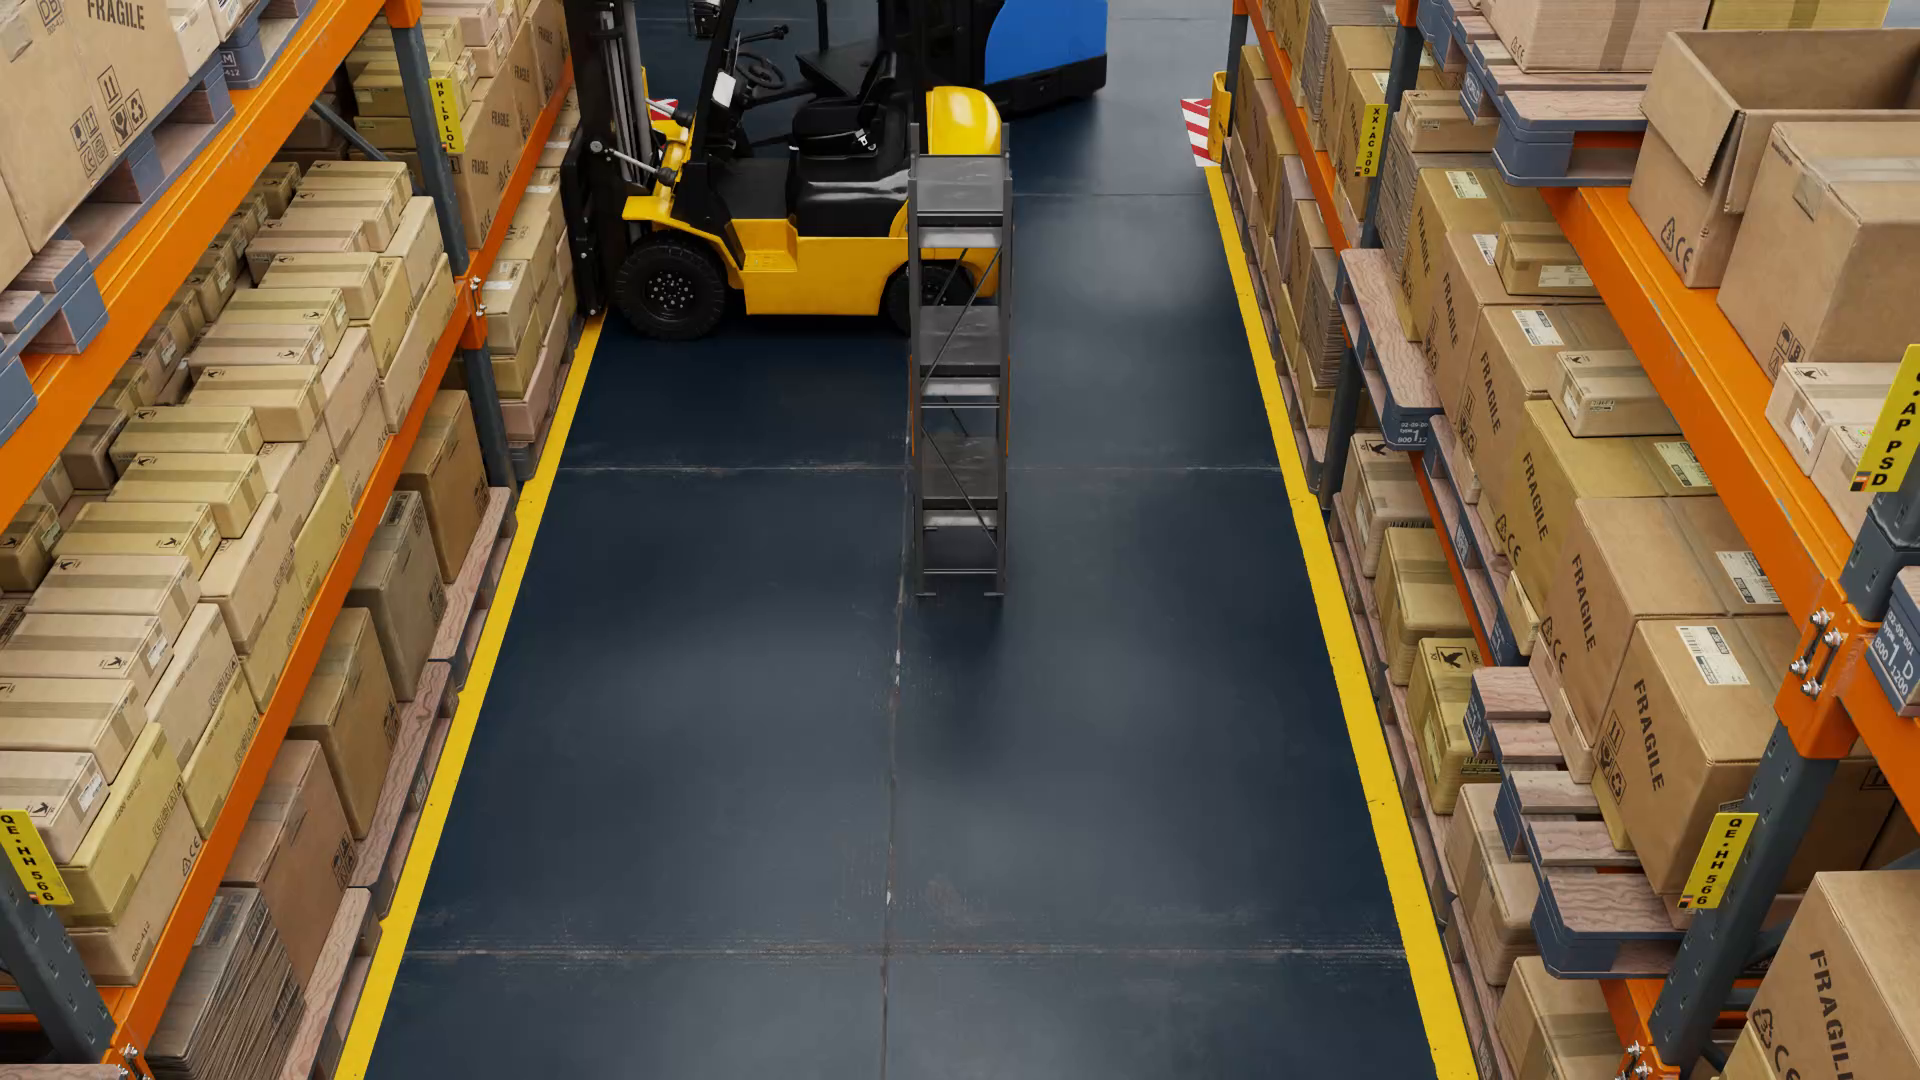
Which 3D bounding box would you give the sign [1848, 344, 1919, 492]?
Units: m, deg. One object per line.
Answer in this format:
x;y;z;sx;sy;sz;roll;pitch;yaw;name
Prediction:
1.739;-0.220;3.059;0.100;0.325;0.005;0;39;0;sign

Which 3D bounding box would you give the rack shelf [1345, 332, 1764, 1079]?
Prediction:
2.279;0.183;5.944;1.077;0.370;4.000;0;39;0;rack shelf

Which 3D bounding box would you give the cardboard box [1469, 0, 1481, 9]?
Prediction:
1.878;-1.941;5.405;0.500;0.250;0.500;-1;39;-1;cardboard box

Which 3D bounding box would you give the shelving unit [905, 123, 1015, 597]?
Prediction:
0.000;-0.716;7.210;0.431;2.100;0.503;0;39;0;shelving unit

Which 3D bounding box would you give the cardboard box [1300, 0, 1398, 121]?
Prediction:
2.015;-2.427;8.308;0.500;0.500;0.500;1;39;1;cardboard box

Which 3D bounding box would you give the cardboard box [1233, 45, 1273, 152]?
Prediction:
1.997;-2.714;10.247;0.500;0.500;0.500;-1;39;-2;cardboard box

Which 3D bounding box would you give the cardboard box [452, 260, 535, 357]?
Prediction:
-2.374;-1.126;8.066;0.500;0.250;0.500;-1;39;-1;cardboard box

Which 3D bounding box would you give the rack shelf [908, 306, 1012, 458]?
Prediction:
0.000;-0.705;7.218;0.431;0.518;0.480;0;39;0;rack shelf

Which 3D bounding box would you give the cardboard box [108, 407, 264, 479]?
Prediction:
-2.497;-0.302;5.376;0.380;0.149;0.250;0;39;0;cardboard box

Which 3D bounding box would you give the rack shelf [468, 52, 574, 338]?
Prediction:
-2.689;-2.312;9.058;1.077;0.370;4.000;0;39;0;rack shelf

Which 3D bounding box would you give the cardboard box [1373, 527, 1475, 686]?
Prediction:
2.284;0.291;7.000;0.950;0.372;0.625;2;39;3;cardboard box

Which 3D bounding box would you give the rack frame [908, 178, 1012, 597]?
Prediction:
0.000;-0.563;7.019;0.400;2.100;0.015;0;39;0;rack frame

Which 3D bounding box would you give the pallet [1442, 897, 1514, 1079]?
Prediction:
2.282;1.753;5.640;1.003;0.211;1.213;0;39;0;pallet

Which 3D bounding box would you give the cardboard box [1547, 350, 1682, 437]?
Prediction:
1.997;-0.442;4.976;0.380;0.149;0.250;-2;39;-2;cardboard box

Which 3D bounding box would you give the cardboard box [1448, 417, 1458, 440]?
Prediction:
1.986;-0.419;5.985;0.380;0.149;0.250;0;39;0;cardboard box

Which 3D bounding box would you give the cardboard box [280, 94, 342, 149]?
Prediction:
-2.944;-1.835;7.289;0.380;0.149;0.250;0;39;0;cardboard box

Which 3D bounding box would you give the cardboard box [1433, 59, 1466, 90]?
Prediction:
2.493;-2.169;7.186;0.700;0.500;0.500;0;39;-1;cardboard box

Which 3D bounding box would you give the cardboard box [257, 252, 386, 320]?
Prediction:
-2.366;-0.942;6.174;0.380;0.149;0.250;-1;39;-1;cardboard box

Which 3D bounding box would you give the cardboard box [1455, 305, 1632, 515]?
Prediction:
1.990;-0.430;5.480;0.500;0.500;0.500;-2;39;-2;cardboard box

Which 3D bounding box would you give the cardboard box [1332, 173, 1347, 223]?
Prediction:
1.964;-1.607;7.803;0.380;0.149;0.250;1;39;1;cardboard box

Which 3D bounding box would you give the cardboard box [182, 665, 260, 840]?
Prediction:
-2.434;0.625;4.936;0.500;0.250;0.500;-1;39;-1;cardboard box

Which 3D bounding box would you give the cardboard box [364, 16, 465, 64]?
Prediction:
-2.491;-2.273;7.597;0.380;0.149;0.250;-1;39;-1;cardboard box

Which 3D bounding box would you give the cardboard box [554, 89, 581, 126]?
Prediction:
-2.362;-2.402;9.658;0.500;0.250;0.500;0;39;1;cardboard box

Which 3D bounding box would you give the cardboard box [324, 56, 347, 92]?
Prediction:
-2.948;-2.107;7.390;0.380;0.149;0.250;-1;39;-1;cardboard box

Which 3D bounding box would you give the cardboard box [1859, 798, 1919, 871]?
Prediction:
2.512;0.553;4.254;0.500;0.500;0.500;-1;39;-1;cardboard box

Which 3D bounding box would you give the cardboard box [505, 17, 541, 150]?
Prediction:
-2.445;-2.301;8.389;0.500;0.500;0.500;0;39;0;cardboard box

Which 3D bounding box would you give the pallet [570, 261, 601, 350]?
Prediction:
-2.650;-1.517;9.719;1.003;0.211;1.213;0;39;0;pallet

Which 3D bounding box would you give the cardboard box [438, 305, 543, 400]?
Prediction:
-2.379;-0.931;8.222;0.500;0.250;0.500;0;39;0;cardboard box

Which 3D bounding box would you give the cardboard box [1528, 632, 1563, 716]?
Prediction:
1.936;0.400;4.963;0.380;0.149;0.250;-2;39;-2;cardboard box

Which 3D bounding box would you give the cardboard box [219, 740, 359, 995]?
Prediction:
-2.678;1.123;5.759;0.875;0.625;0.625;1;39;1;cardboard box

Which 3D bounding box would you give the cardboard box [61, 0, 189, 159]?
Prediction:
-2.441;-1.343;4.379;0.500;0.500;0.500;1;39;1;cardboard box

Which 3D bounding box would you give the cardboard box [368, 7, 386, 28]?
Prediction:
-2.917;-2.475;8.087;0.380;0.149;0.250;1;39;1;cardboard box

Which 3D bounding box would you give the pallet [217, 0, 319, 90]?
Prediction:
-2.673;-1.887;5.706;0.805;0.209;1.217;-1;39;-2;pallet

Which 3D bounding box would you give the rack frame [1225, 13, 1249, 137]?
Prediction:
2.272;-3.850;10.401;1.000;3.000;0.127;0;39;0;rack frame

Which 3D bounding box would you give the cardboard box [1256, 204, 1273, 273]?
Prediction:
2.003;-1.776;9.675;0.500;0.250;0.500;2;39;3;cardboard box

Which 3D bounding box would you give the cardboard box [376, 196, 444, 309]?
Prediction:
-2.431;-1.172;6.780;0.500;0.250;0.500;-1;39;-1;cardboard box

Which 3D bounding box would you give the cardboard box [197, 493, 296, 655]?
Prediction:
-2.421;0.104;5.187;0.500;0.250;0.500;-1;39;-1;cardboard box

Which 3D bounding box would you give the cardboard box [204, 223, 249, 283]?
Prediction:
-2.954;-1.091;6.359;0.380;0.149;0.250;0;39;0;cardboard box

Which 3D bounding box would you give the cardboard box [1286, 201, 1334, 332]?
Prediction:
2.005;-1.420;8.632;0.500;0.500;0.500;1;39;1;cardboard box

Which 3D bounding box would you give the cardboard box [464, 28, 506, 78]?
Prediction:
-2.380;-2.313;7.885;0.380;0.149;0.250;1;39;1;cardboard box

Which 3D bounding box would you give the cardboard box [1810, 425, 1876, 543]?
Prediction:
2.071;-0.116;3.544;0.380;0.149;0.250;0;39;0;cardboard box

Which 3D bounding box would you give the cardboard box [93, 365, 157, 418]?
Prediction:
-2.946;-0.461;5.574;0.380;0.149;0.250;0;39;0;cardboard box

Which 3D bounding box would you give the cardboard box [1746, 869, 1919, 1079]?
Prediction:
2.037;1.032;3.429;0.500;0.500;0.500;-1;39;-2;cardboard box

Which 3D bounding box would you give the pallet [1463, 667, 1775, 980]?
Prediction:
2.174;0.782;4.774;1.213;0.211;1.003;0;39;0;pallet

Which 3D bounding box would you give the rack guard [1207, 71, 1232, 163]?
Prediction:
2.272;-2.827;11.123;1.175;0.500;0.348;0;39;0;rack guard

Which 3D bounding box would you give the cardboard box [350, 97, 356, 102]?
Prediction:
-2.955;-1.974;7.980;0.500;0.500;0.500;0;39;1;cardboard box

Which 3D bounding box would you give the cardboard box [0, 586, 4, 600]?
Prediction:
-3.007;0.185;4.768;0.380;0.149;0.250;-1;39;-1;cardboard box

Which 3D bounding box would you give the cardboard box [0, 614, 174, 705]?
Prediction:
-2.416;0.340;4.574;0.380;0.149;0.250;1;39;1;cardboard box

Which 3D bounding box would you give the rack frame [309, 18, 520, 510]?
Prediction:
-2.687;-1.342;7.272;1.000;3.000;0.127;0;39;0;rack frame

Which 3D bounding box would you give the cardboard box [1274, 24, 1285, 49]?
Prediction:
1.987;-2.895;9.410;0.380;0.149;0.250;1;39;1;cardboard box

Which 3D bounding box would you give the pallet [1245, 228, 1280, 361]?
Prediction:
2.236;-1.445;9.630;1.003;0.211;1.213;0;39;0;pallet

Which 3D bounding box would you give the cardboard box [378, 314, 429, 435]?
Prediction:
-2.419;-0.655;6.534;0.500;0.250;0.500;0;39;0;cardboard box

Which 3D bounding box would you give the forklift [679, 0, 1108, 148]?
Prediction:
-0.478;-4.150;10.830;3.031;2.935;1.130;-21;43;-24;forklift

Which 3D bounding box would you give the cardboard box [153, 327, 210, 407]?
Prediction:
-2.963;-0.526;5.974;0.500;0.250;0.500;-1;39;-1;cardboard box

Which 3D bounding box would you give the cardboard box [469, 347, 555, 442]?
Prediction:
-2.356;-0.736;8.378;0.500;0.250;0.500;0;39;0;cardboard box
